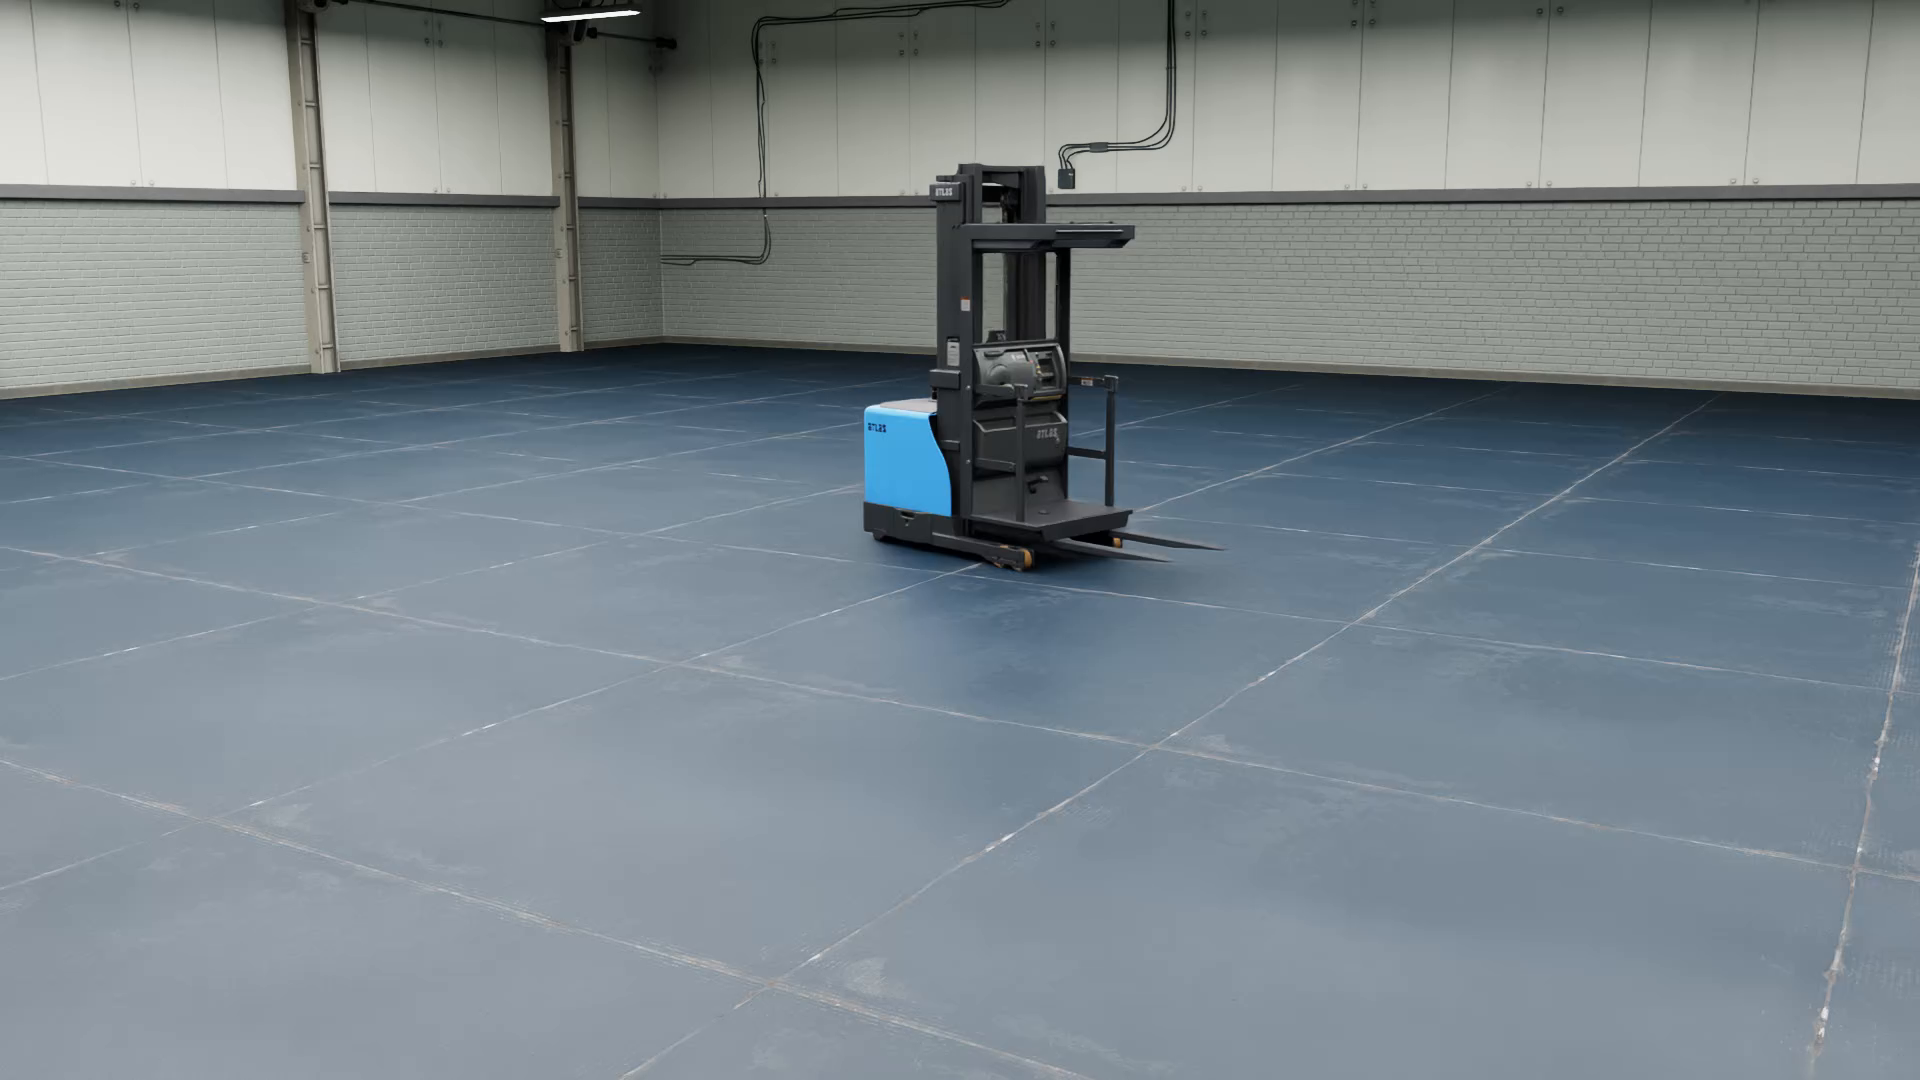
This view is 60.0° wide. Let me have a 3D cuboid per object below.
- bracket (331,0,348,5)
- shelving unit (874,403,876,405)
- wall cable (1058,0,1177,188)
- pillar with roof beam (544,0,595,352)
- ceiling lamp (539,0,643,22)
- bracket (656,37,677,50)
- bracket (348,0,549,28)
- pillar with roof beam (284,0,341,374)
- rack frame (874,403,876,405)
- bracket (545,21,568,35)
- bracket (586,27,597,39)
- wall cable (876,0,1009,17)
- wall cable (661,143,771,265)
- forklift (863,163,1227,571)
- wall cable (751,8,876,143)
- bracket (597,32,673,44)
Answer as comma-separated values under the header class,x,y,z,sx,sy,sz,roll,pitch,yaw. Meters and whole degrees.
class,x,y,z,sx,sy,sz,roll,pitch,yaw
bracket,-10.539,-9.146,27.987,0.235,0.232,0.430,6,12,31
shelving unit,-0.548,-0.607,13.760,0.215,1.050,0.252,10,15,44
wall cable,2.823,-9.388,29.820,2.305,6.003,0.169,6,12,31
pillar with roof beam,-4.263,-7.878,30.994,9.100,9.000,0.548,6,12,31
ceiling lamp,-5.889,-10.097,26.984,2.000,3.185,0.800,6,12,31
bracket,-6.193,-10.463,35.018,0.235,0.232,0.430,6,12,31
bracket,-9.192,-9.554,30.166,0.076,0.066,4.783,6,12,31
pillar with roof beam,-7.378,-6.934,25.954,9.100,9.000,0.548,6,12,31
rack frame,-0.634,-0.592,13.676,0.200,1.050,0.008,10,15,44
bracket,-7.854,-9.959,32.330,0.235,0.232,0.430,6,12,31
bracket,-7.424,-10.090,33.028,0.235,0.232,0.430,6,12,31
wall cable,-0.326,-11.264,31.434,3.097,2.526,0.112,6,12,31
wall cable,-5.283,-7.100,35.277,3.097,2.526,0.112,6,12,31
forklift,0.609,-1.319,12.451,1.130,2.935,3.031,-10,15,-43
wall cable,-2.971,-9.324,33.432,3.097,2.526,0.112,6,12,31
bracket,-6.500,-10.370,34.522,0.076,0.066,3.189,6,12,31
